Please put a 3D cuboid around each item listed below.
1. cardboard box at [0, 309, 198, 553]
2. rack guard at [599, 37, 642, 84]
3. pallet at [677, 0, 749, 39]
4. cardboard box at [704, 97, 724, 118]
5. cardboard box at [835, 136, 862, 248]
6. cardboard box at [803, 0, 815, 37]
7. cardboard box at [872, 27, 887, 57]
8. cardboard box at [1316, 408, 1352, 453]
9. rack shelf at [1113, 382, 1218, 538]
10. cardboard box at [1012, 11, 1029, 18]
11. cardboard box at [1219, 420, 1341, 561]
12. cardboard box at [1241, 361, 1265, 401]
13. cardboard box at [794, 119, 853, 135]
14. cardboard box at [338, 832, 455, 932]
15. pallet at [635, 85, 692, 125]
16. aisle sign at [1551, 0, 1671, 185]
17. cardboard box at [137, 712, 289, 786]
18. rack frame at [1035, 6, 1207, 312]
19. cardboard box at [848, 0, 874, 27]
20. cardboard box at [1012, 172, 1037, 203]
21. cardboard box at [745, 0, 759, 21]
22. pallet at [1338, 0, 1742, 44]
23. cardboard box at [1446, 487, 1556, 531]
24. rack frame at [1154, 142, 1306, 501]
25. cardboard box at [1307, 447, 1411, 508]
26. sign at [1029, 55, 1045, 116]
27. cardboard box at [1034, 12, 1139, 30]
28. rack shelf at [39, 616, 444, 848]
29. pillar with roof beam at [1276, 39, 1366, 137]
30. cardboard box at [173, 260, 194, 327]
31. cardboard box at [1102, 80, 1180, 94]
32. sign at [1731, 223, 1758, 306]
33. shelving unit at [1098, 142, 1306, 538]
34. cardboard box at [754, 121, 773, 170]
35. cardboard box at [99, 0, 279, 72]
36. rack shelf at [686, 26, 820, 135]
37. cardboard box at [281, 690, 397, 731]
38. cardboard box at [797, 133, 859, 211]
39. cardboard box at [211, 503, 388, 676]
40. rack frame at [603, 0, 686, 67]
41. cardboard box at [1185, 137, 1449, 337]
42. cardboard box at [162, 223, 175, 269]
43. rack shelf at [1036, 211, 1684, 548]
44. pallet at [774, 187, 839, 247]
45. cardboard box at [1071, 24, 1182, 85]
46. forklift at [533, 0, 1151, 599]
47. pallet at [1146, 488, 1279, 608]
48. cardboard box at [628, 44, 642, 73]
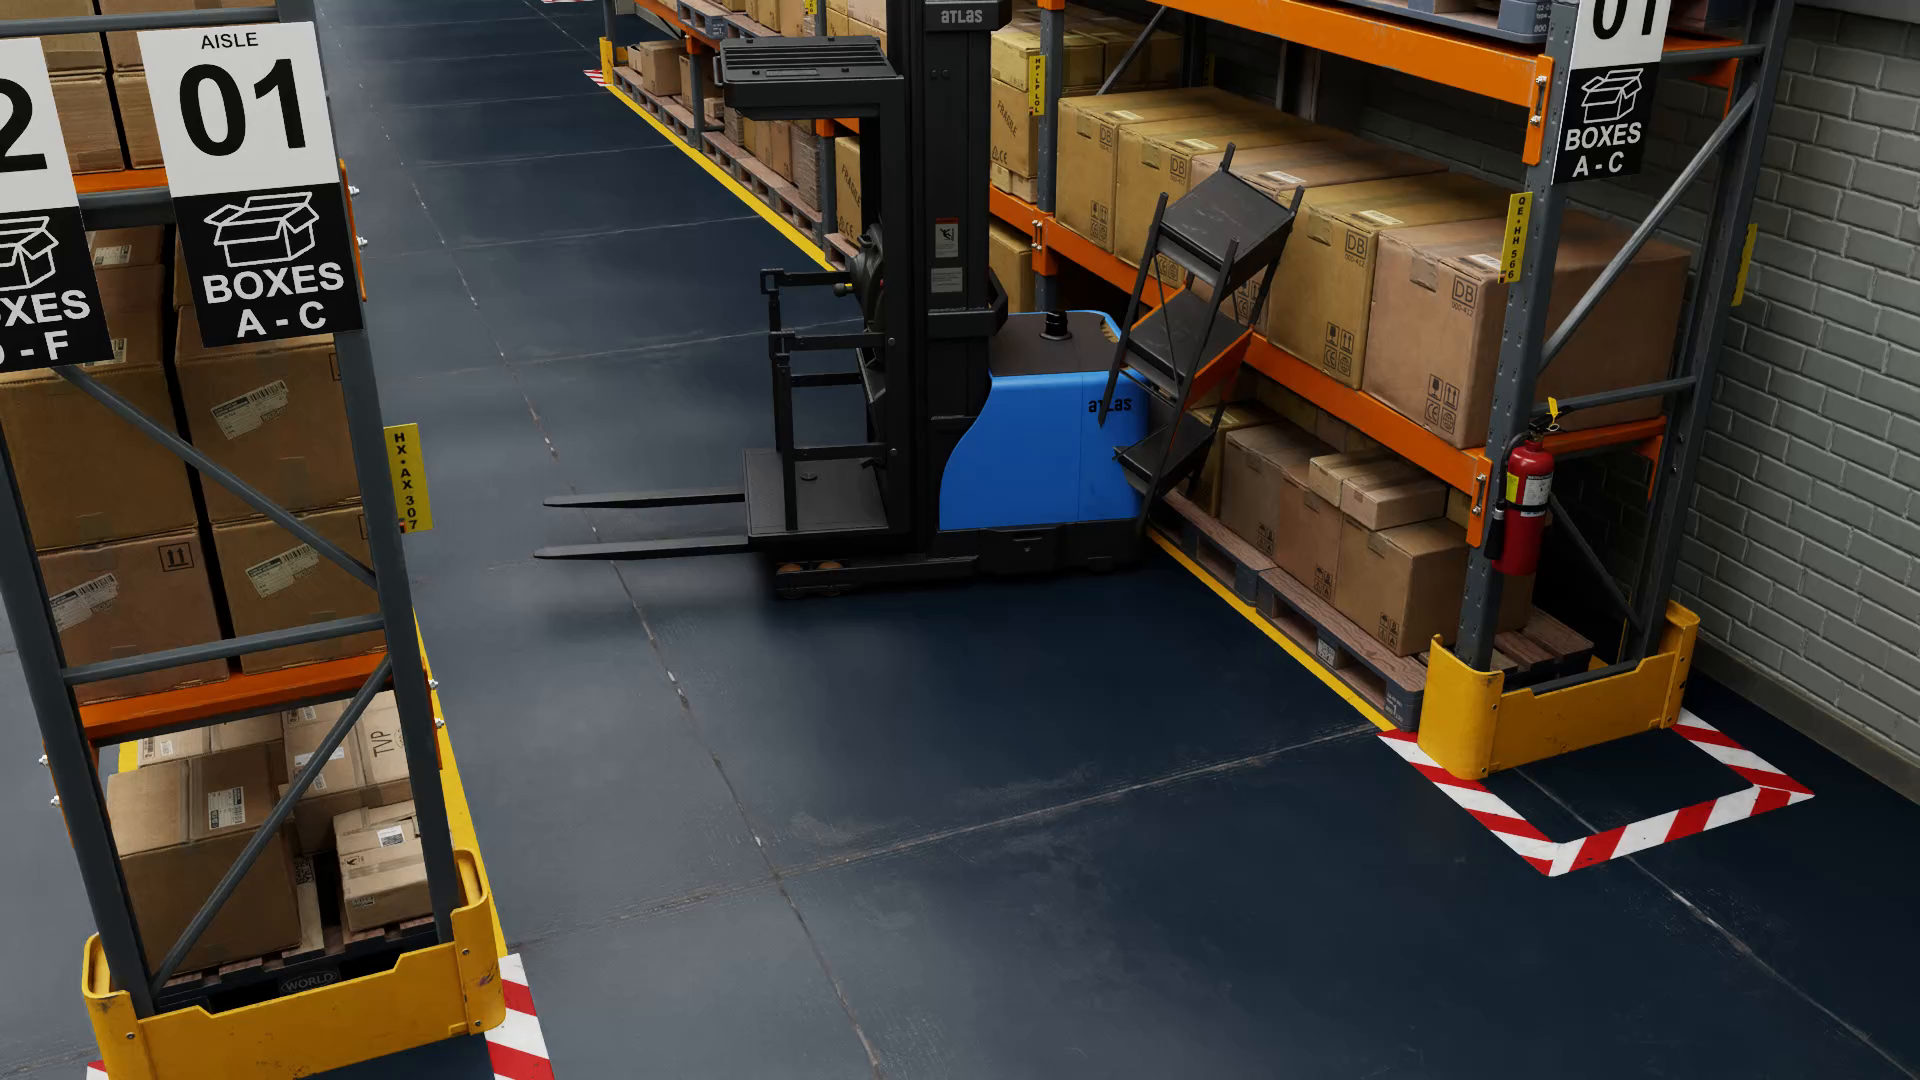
[{"bbox_3d":[-2.488,-0.315,4.724,0.500,0.500,0.500,-11,28,-21],"label":"cardboard box"},{"bbox_3d":[-3.740,-5.847,20.155,1.175,0.500,0.348,-11,28,-21],"label":"rack guard"},{"bbox_3d":[-2.038,-4.966,15.721,1.003,0.211,1.213,-11,28,-21],"label":"pallet"},{"bbox_3d":[-2.440,-4.521,17.319,0.380,0.166,0.250,-15,30,-27],"label":"cardboard box"},{"bbox_3d":[-0.470,-2.674,12.780,0.750,0.750,0.750,-11,28,-21],"label":"cardboard box"},{"bbox_3d":[-0.830,-4.202,13.321,0.700,0.500,0.500,-14,29,-27],"label":"cardboard box"},{"bbox_3d":[-0.292,-3.305,11.624,0.500,0.500,0.500,-11,28,-21],"label":"cardboard box"},{"bbox_3d":[1.966,-0.556,8.100,0.380,0.149,0.250,-10,28,-20],"label":"cardboard box"},{"bbox_3d":[0.932,-0.392,8.339,0.431,0.518,0.480,38,56,19],"label":"rack shelf"},{"bbox_3d":[0.120,-3.239,10.635,0.500,0.250,0.500,-10,28,-20],"label":"cardboard box"},{"bbox_3d":[1.736,-0.277,8.269,0.700,0.500,0.500,-12,28,-22],"label":"cardboard box"},{"bbox_3d":[1.664,-0.865,8.735,0.380,0.149,0.250,-10,28,-20],"label":"cardboard box"},{"bbox_3d":[-1.132,-3.705,14.412,0.500,0.250,0.500,-10,28,-20],"label":"cardboard box"},{"bbox_3d":[-1.908,1.167,5.690,0.380,0.149,0.250,-11,28,-21],"label":"cardboard box"},{"bbox_3d":[-2.980,-4.891,18.527,1.003,0.211,1.213,-11,28,-21],"label":"pallet"},{"bbox_3d":[2.248,-1.629,5.704,0.394,0.787,0.004,-11,28,-21],"label":"aisle sign"},{"bbox_3d":[-2.844,0.783,6.359,0.500,0.250,0.500,-11,28,-21],"label":"cardboard box"},{"bbox_3d":[0.930,-2.156,9.747,1.000,3.000,0.127,-11,28,-21],"label":"rack frame"},{"bbox_3d":[-0.485,-3.851,11.888,0.500,0.250,0.500,-11,28,-21],"label":"cardboard box"},{"bbox_3d":[0.537,-2.140,9.978,0.380,0.149,0.250,-10,28,-20],"label":"cardboard box"},{"bbox_3d":[-1.537,-4.930,14.813,0.700,0.500,0.500,-7,27,-14],"label":"cardboard box"},{"bbox_3d":[2.196,-2.147,6.411,1.003,0.211,1.213,-11,28,-21],"label":"pallet"},{"bbox_3d":[2.363,-0.148,7.265,0.380,0.149,0.250,-10,28,-20],"label":"cardboard box"},{"bbox_3d":[1.179,-0.958,7.906,0.400,2.100,0.015,38,56,19],"label":"rack frame"},{"bbox_3d":[1.811,-0.287,7.551,0.380,0.149,0.250,-10,28,-19],"label":"cardboard box"},{"bbox_3d":[0.434,-2.544,9.312,0.100,0.325,0.005,-11,28,-21],"label":"sign"},{"bbox_3d":[0.778,-3.121,10.393,0.500,0.250,0.500,-10,28,-20],"label":"cardboard box"},{"bbox_3d":[-2.844,-0.173,6.505,1.077,0.370,4.000,-11,28,-21],"label":"rack shelf"},{"bbox_3d":[-1.961,-3.978,6.642,9.100,9.000,0.400,-11,28,-21],"label":"pillar with roof beam"},{"bbox_3d":[-2.203,-0.617,5.342,0.500,0.500,0.500,-10,28,-20],"label":"cardboard box"},{"bbox_3d":[0.981,-2.573,10.125,0.500,0.500,0.500,-12,28,-22],"label":"cardboard box"},{"bbox_3d":[3.009,-1.059,6.423,0.100,0.325,0.005,-11,28,-21],"label":"sign"},{"bbox_3d":[1.018,-0.825,7.779,0.431,2.100,0.503,38,56,19],"label":"shelving unit"},{"bbox_3d":[-1.489,-3.753,15.365,0.700,0.500,0.500,-10,28,-20],"label":"cardboard box"},{"bbox_3d":[-2.022,-1.446,4.475,0.500,0.250,0.500,-11,28,-21],"label":"cardboard box"},{"bbox_3d":[-1.420,-4.255,14.866,1.077,0.370,4.000,-11,28,-21],"label":"rack shelf"},{"bbox_3d":[-2.404,0.677,6.577,0.500,0.250,0.500,-11,28,-21],"label":"cardboard box"},{"bbox_3d":[-0.967,-3.127,14.084,0.700,0.500,0.500,-10,28,-20],"label":"cardboard box"},{"bbox_3d":[-1.992,0.042,5.131,0.500,0.500,0.500,-10,28,-20],"label":"cardboard box"},{"bbox_3d":[-3.770,-7.001,19.669,1.000,3.000,0.127,-11,28,-21],"label":"rack frame"},{"bbox_3d":[1.702,-1.481,8.024,0.980,0.700,0.700,-12,28,-23],"label":"cardboard box"},{"bbox_3d":[-3.095,-0.935,5.993,0.500,0.500,0.500,-10,28,-19],"label":"cardboard box"},{"bbox_3d":[1.713,-1.025,8.251,1.077,0.370,4.000,-11,28,-21],"label":"rack shelf"},{"bbox_3d":[-0.942,-2.834,14.313,1.003,0.211,1.213,-11,28,-21],"label":"pallet"},{"bbox_3d":[0.989,-2.911,9.963,0.500,0.250,0.500,-10,28,-19],"label":"cardboard box"},{"bbox_3d":[-0.623,-1.277,8.025,3.031,2.935,1.130,-4,26,-8],"label":"forklift"},{"bbox_3d":[1.637,-0.089,8.693,1.003,0.211,1.213,-11,28,-21],"label":"pallet"},{"bbox_3d":[-3.582,-5.695,19.559,0.500,0.311,0.500,-14,29,-26],"label":"cardboard box"}]
